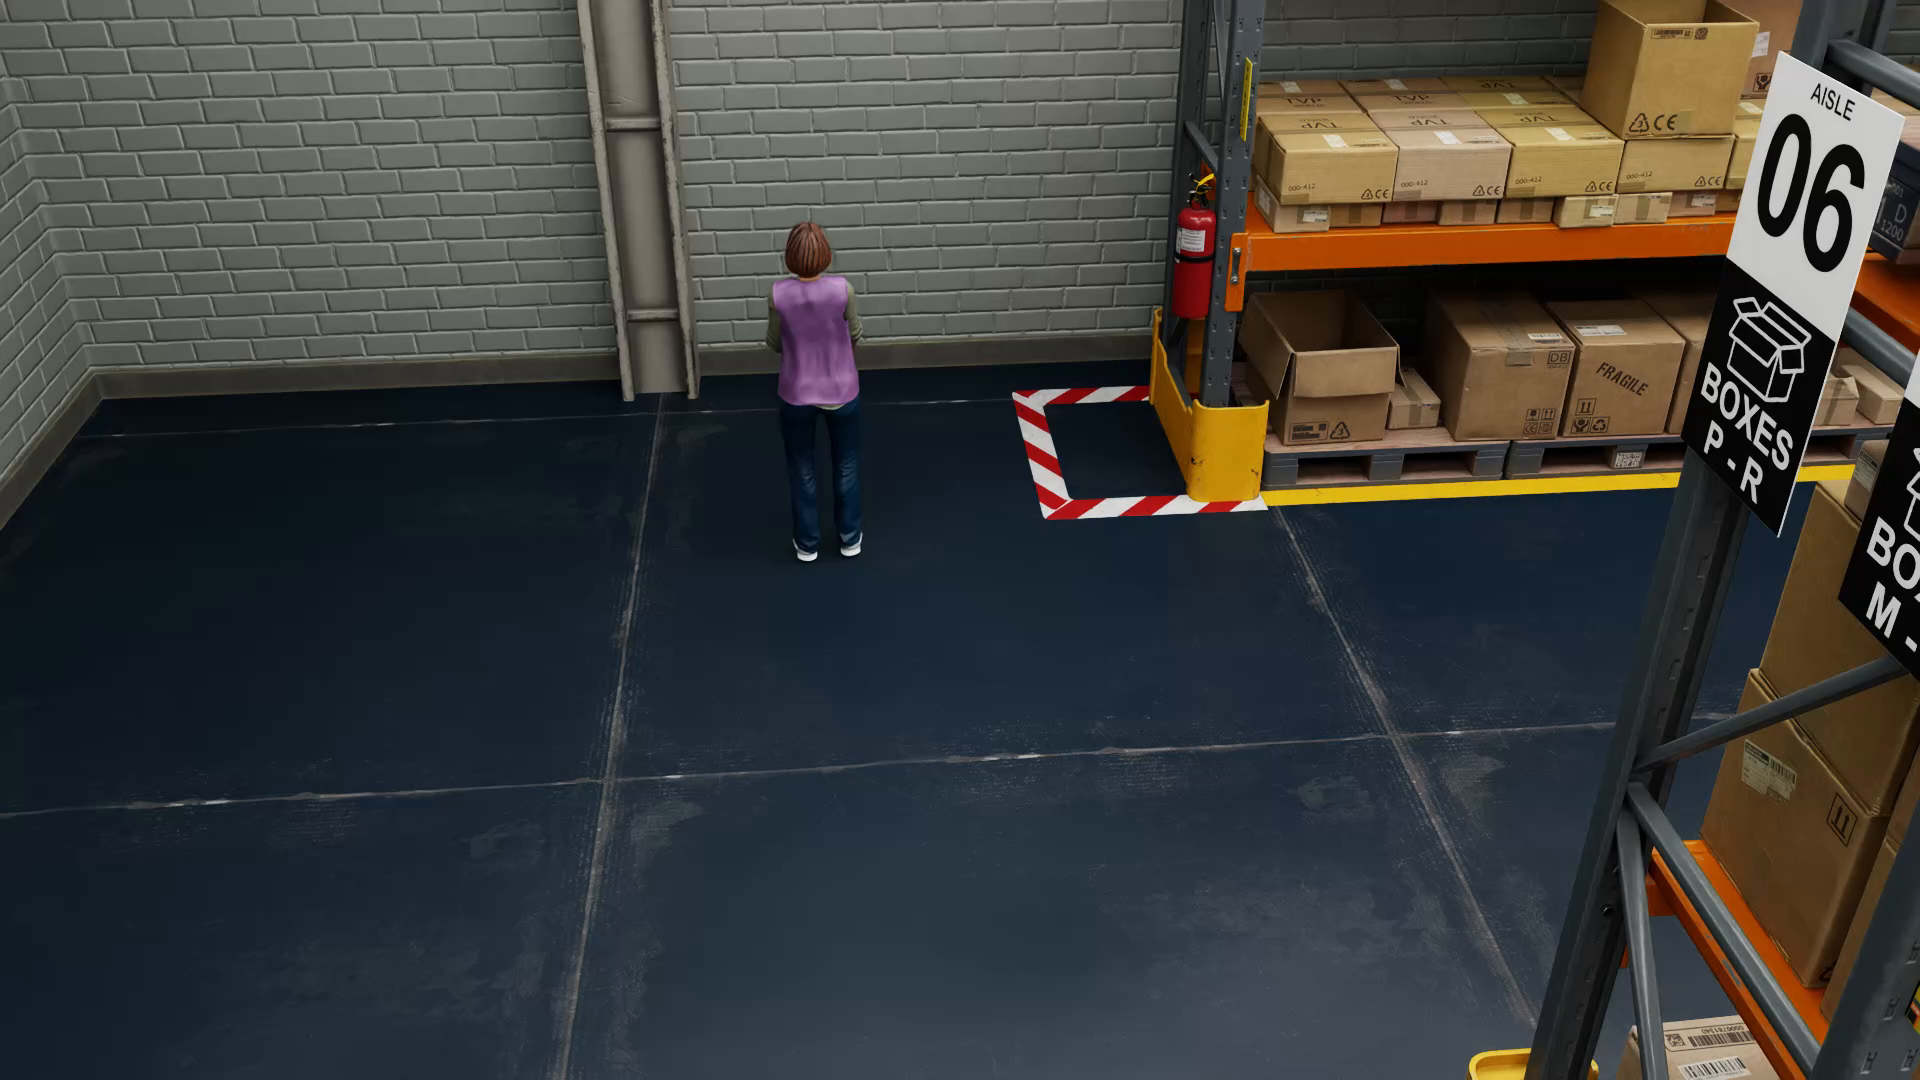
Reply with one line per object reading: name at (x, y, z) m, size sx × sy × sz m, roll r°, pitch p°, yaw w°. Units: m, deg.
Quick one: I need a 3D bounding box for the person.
person at (-0.631, -0.662, 7.217) m, size 0.430 × 1.600 × 0.469 m, roll -3°, pitch 32°, yaw -6°
